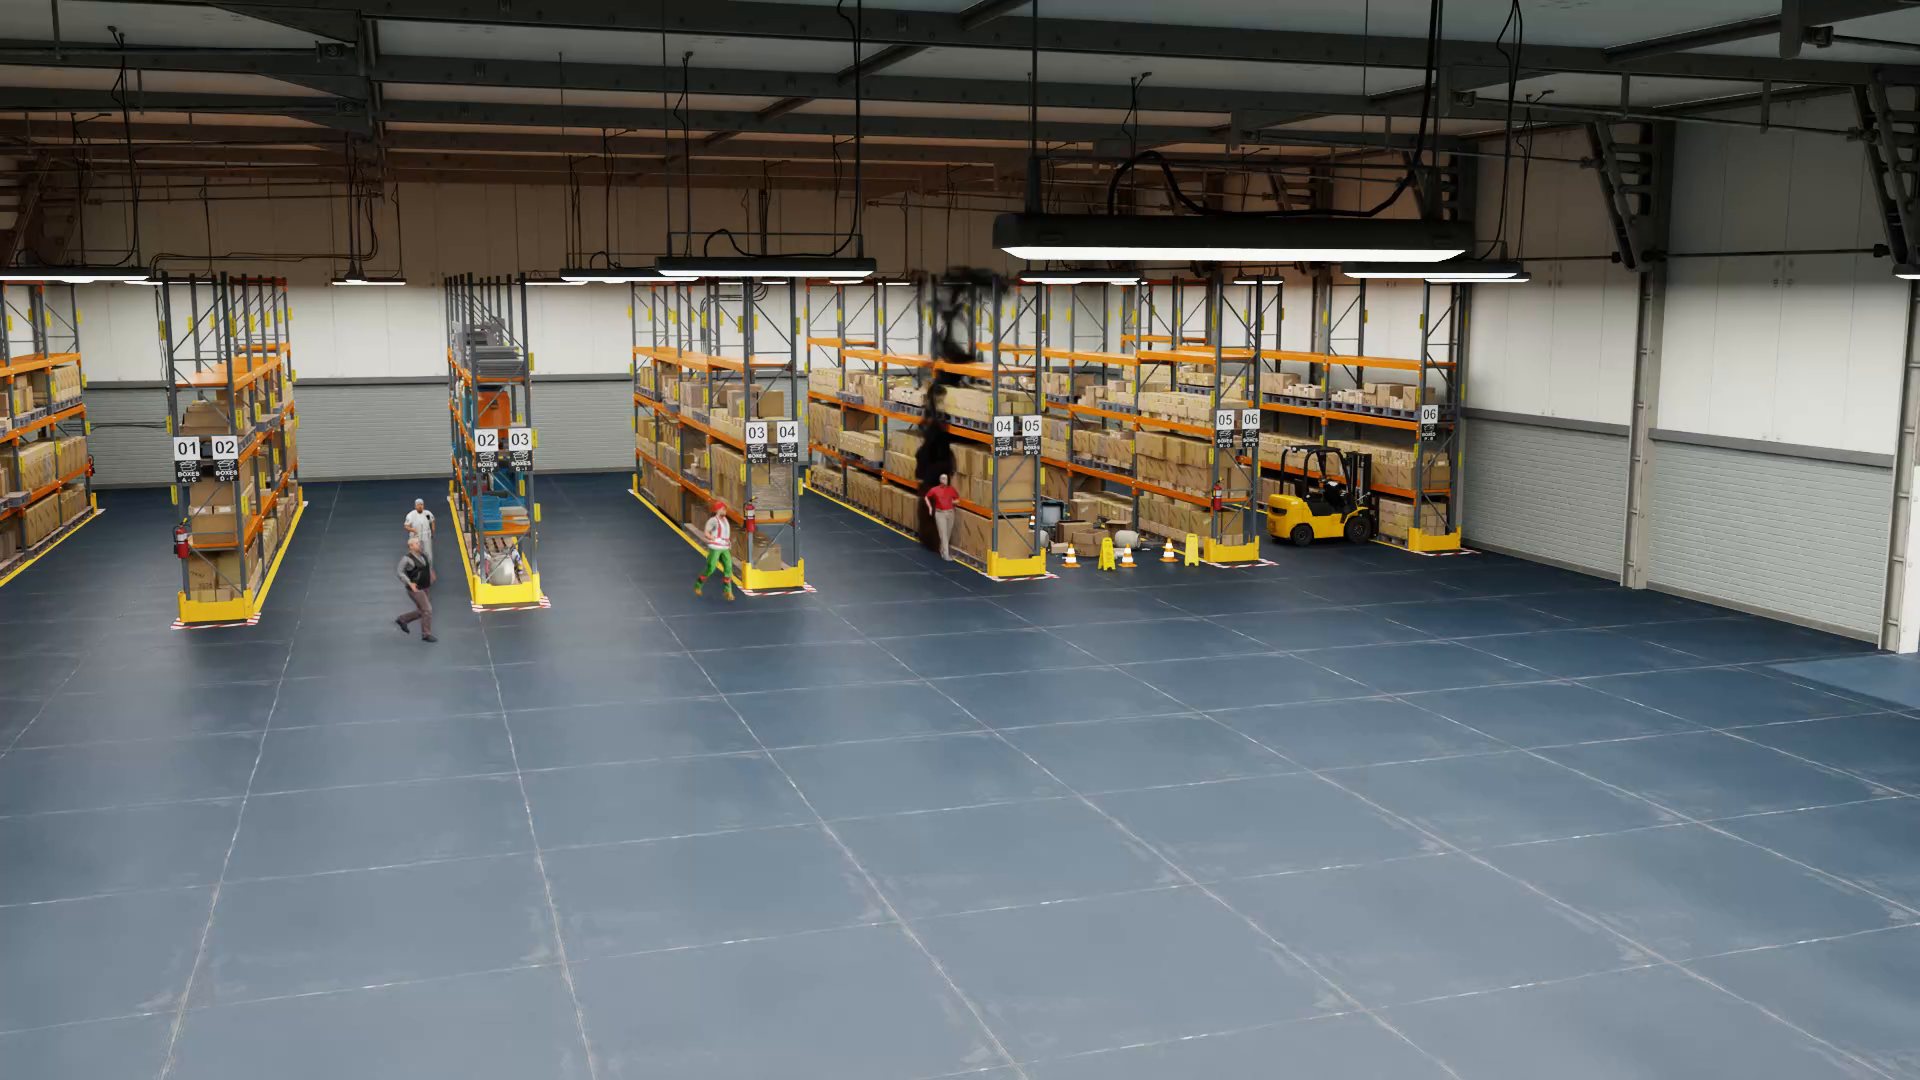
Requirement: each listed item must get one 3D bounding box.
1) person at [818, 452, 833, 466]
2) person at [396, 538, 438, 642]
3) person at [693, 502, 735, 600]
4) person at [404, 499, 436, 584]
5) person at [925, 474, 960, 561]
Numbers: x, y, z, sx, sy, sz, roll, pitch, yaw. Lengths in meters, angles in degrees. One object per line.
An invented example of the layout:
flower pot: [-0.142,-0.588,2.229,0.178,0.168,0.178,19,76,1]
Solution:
person: [-3.980,-2.670,49.874,0.809,1.751,0.666,-5,10,-30]
person: [-8.890,0.809,27.175,0.755,1.718,0.657,2,9,14]
person: [-4.461,0.184,30.938,0.930,1.784,0.721,6,11,36]
person: [-10.530,0.035,32.496,0.597,1.698,0.695,-3,9,-20]
person: [-0.295,-0.435,33.434,0.671,1.773,0.895,-3,9,-21]
